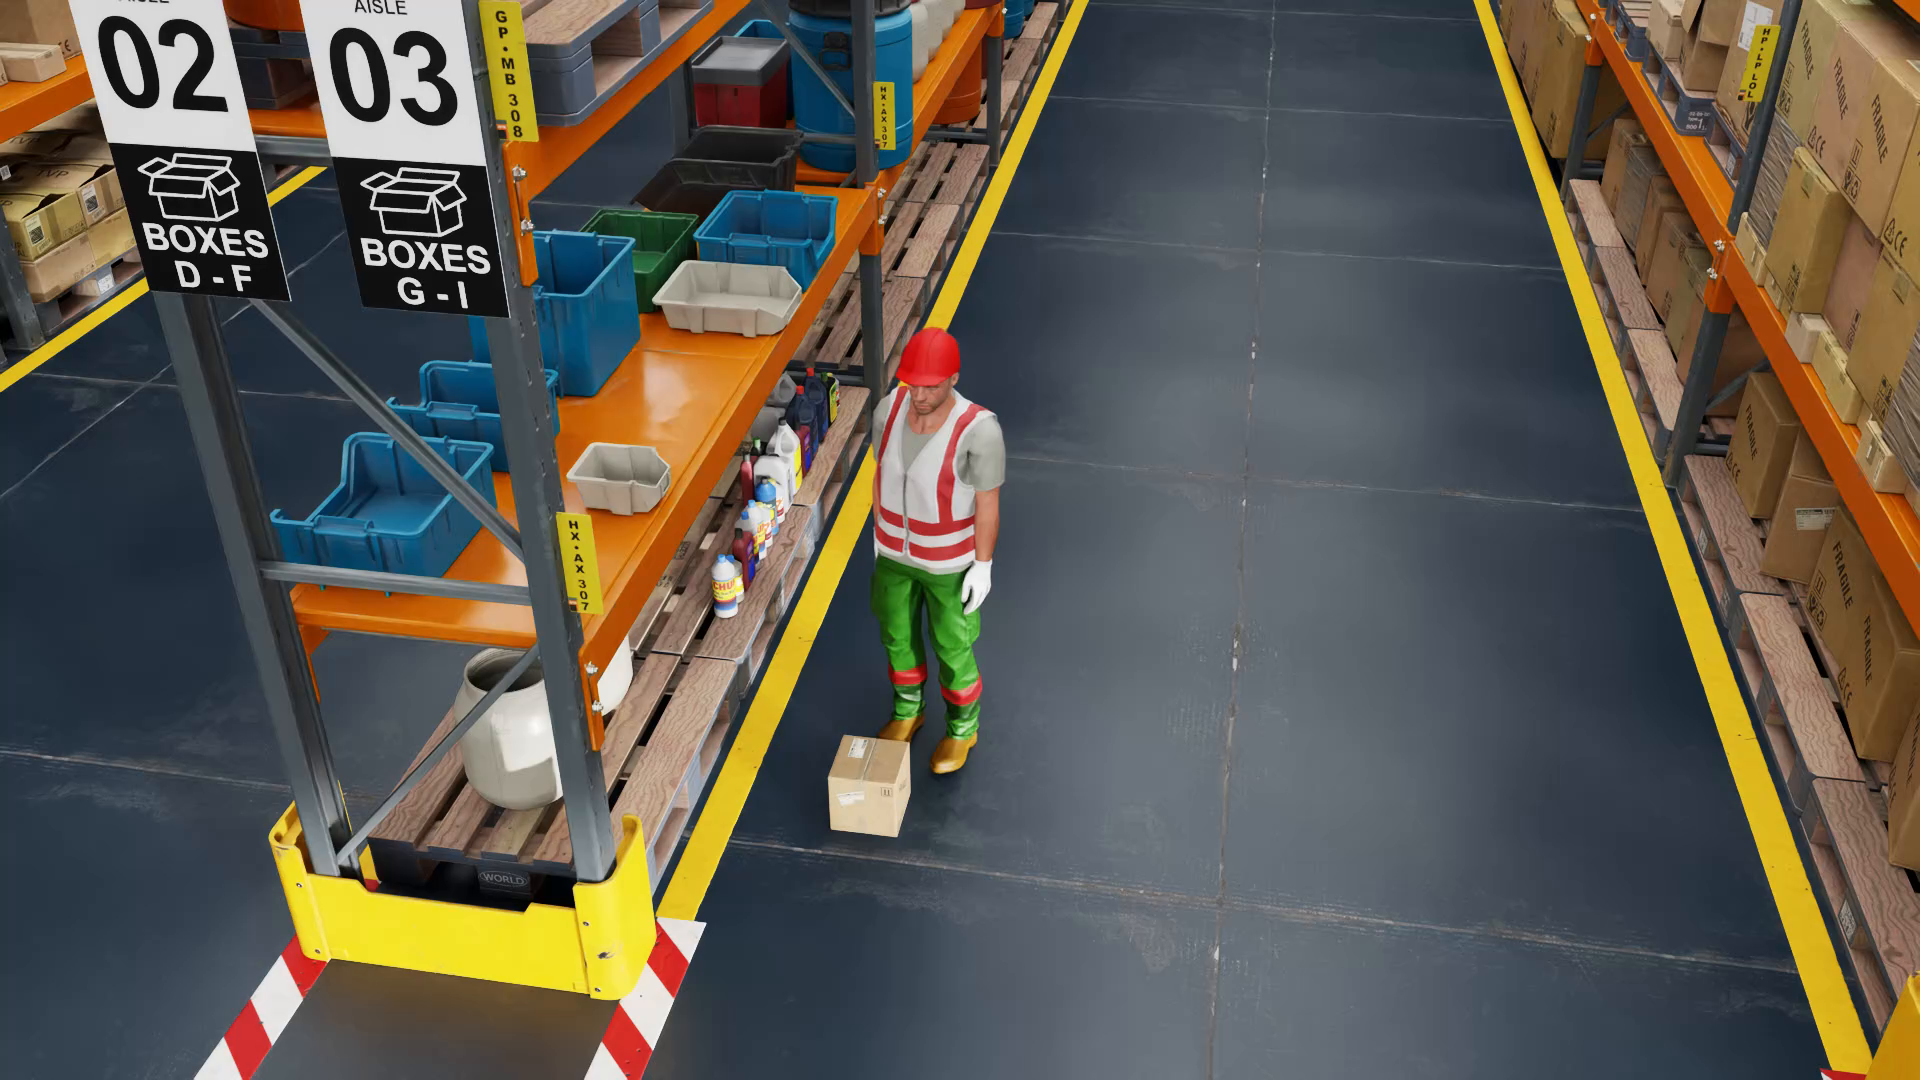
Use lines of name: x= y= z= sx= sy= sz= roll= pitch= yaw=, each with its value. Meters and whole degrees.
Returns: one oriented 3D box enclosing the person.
person: x=-0.103 y=0.049 z=6.043 sx=0.526 sy=1.780 sz=0.344 roll=17 pitch=36 yaw=25
